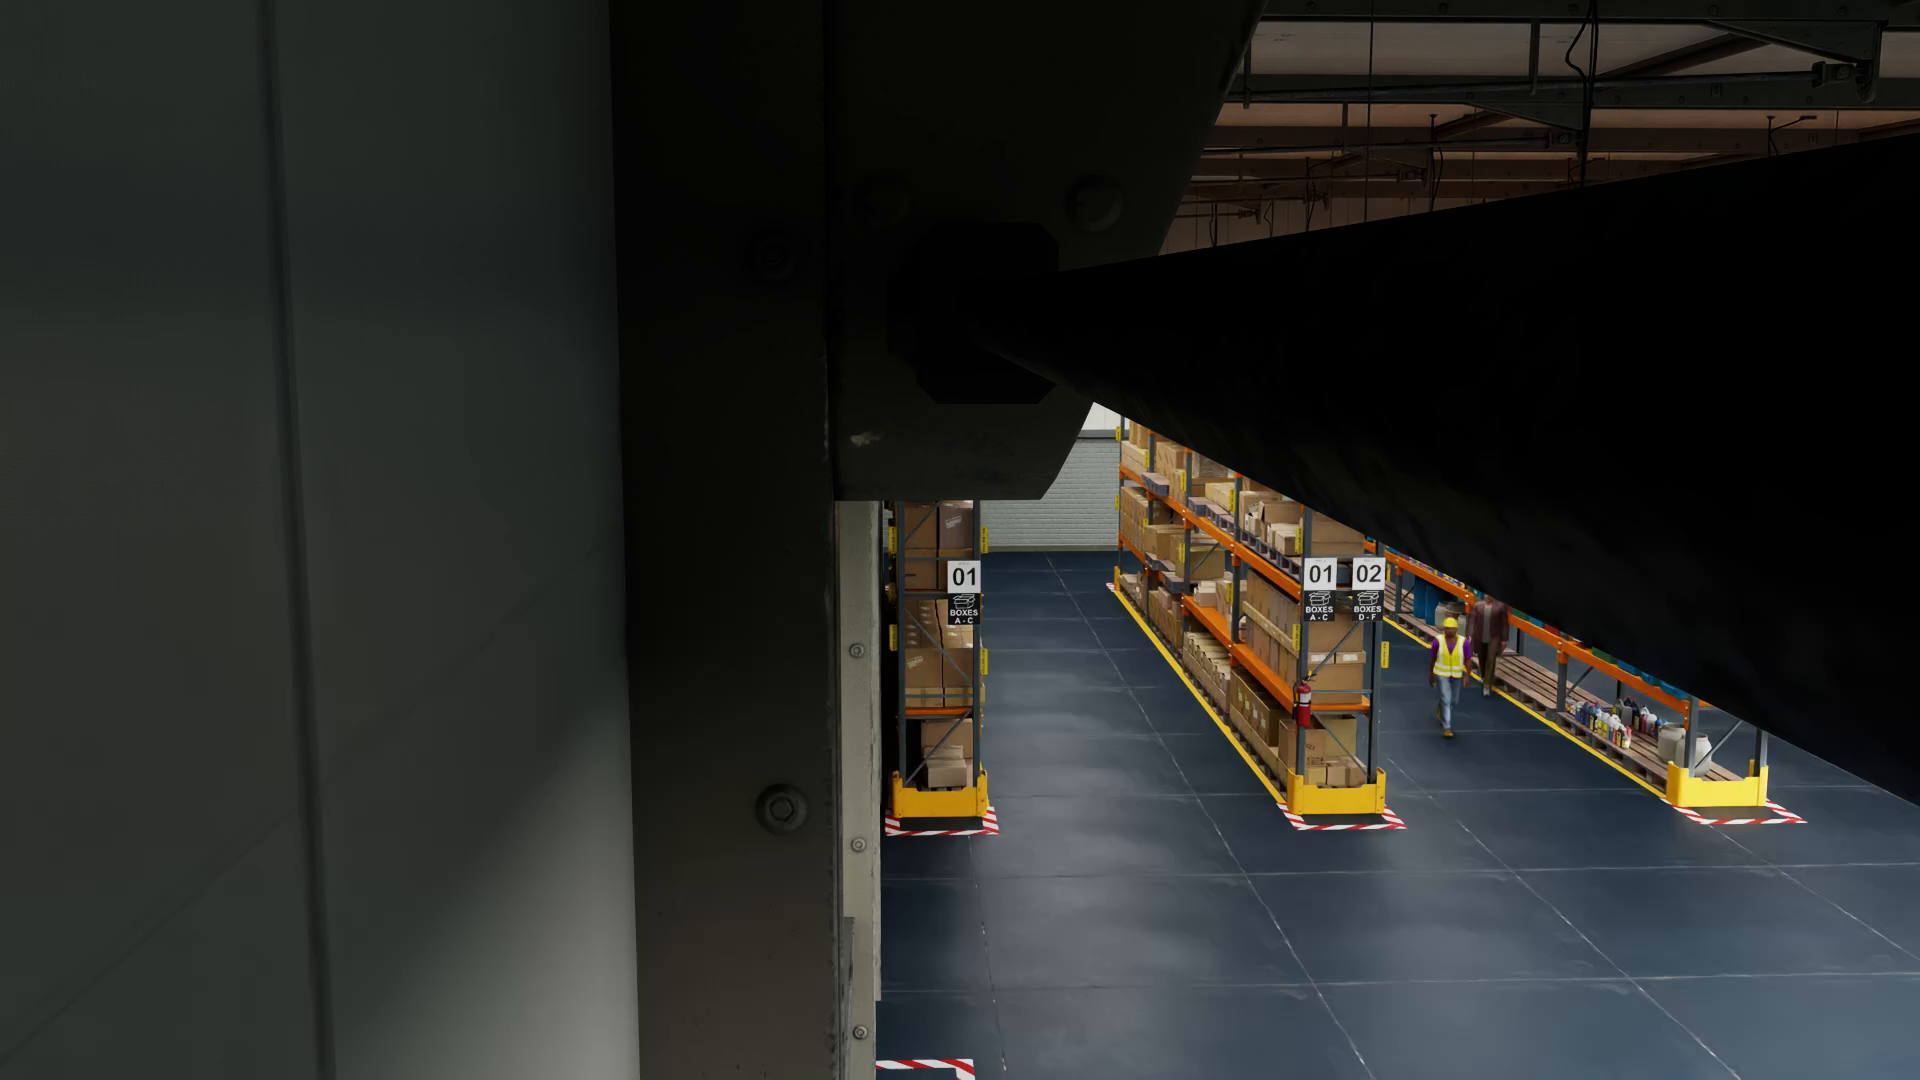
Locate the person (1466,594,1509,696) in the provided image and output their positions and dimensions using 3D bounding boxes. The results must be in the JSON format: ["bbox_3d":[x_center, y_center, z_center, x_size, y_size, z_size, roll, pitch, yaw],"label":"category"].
[{"bbox_3d":[8.530,1.599,26.884,0.634,1.715,1.207,4,9,28],"label":"person"}]

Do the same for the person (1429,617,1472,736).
[{"bbox_3d":[7.192,1.970,24.422,0.542,1.725,0.943,-1,8,-6],"label":"person"}]
